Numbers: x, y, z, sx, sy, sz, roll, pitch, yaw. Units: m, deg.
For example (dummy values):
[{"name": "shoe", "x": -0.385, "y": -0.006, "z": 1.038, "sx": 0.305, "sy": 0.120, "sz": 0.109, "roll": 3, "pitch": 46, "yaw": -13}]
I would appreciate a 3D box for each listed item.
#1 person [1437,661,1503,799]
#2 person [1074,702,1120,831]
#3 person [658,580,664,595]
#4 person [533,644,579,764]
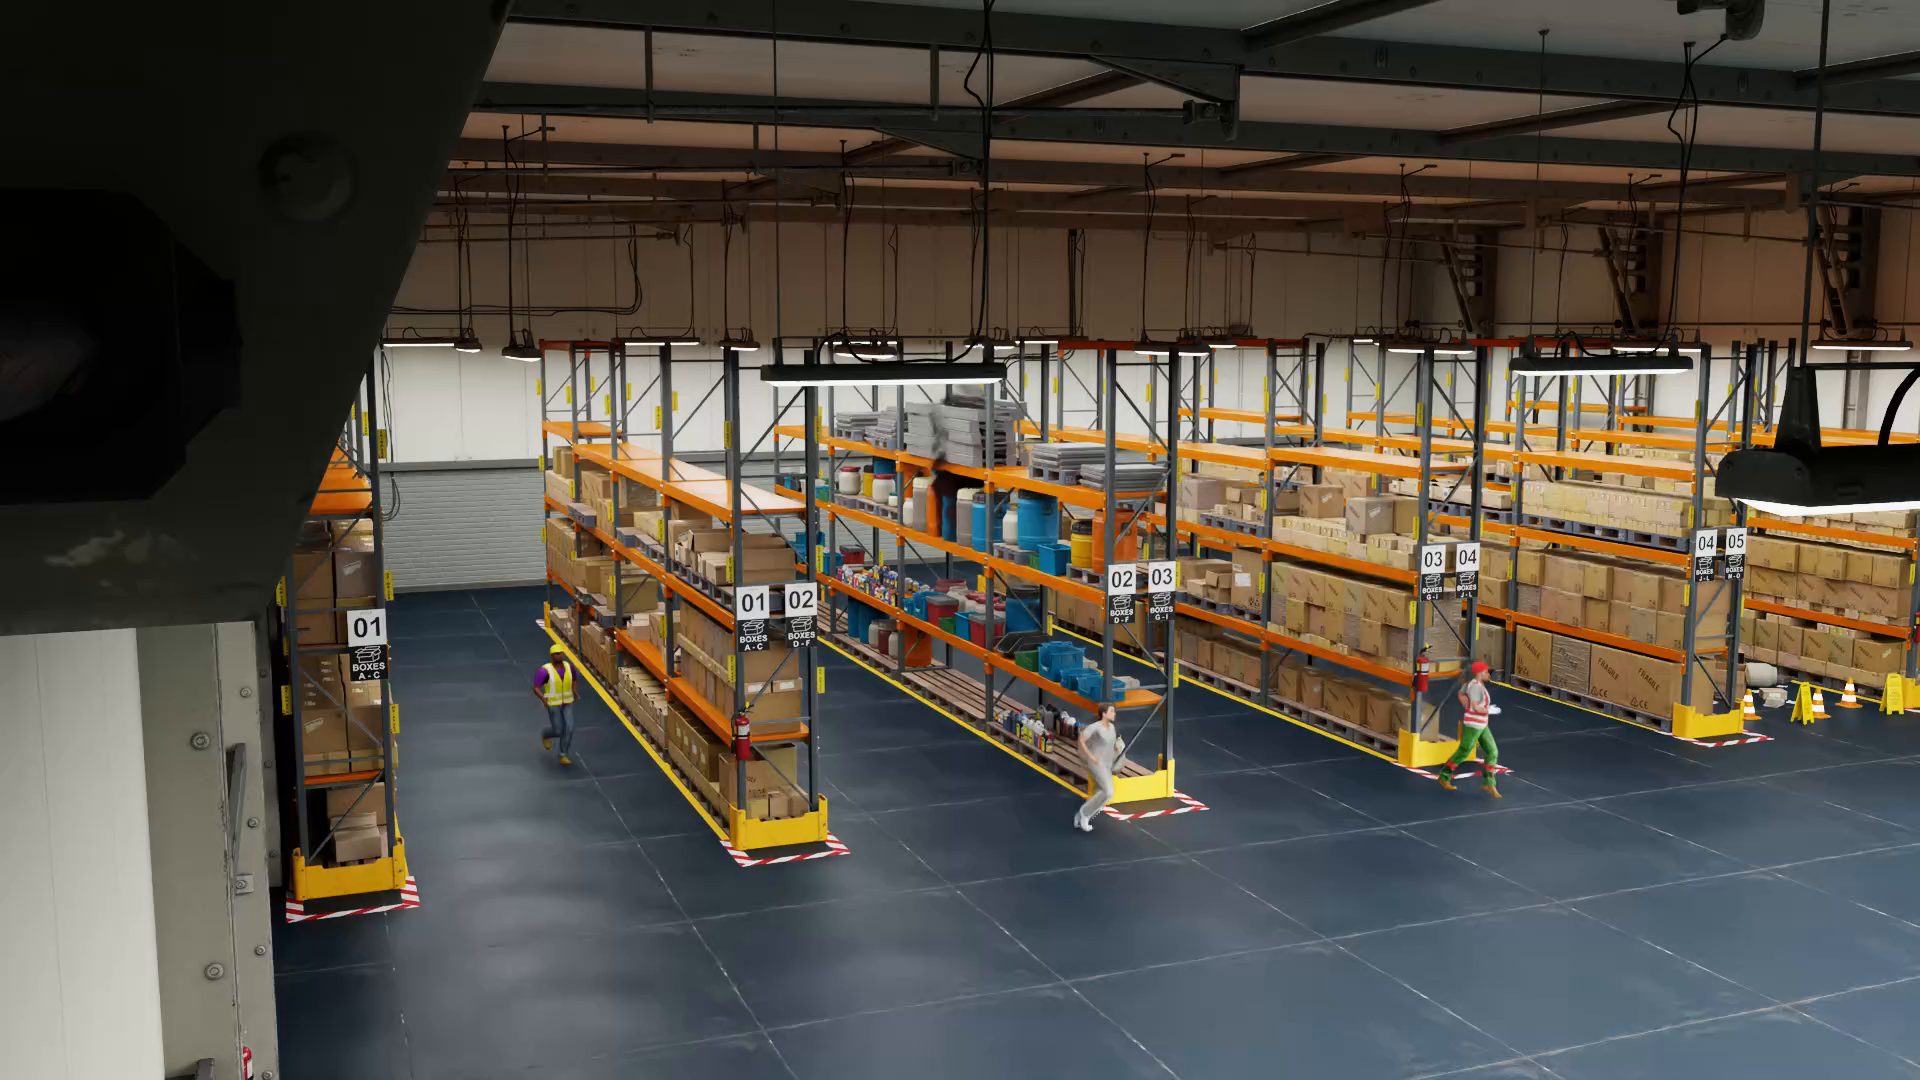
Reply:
[{"name": "person", "x": 6.938, "y": 2.538, "z": 22.462, "sx": 0.863, "sy": 1.817, "sz": 0.694, "roll": 4, "pitch": 8, "yaw": 25}, {"name": "person", "x": 1.781, "y": 2.827, "z": 20.865, "sx": 0.564, "sy": 1.593, "sz": 0.628, "roll": 6, "pitch": 10, "yaw": 39}, {"name": "person", "x": -6.248, "y": 0.984, "z": 35.188, "sx": 0.592, "sy": 1.603, "sz": 0.675, "roll": -5, "pitch": 9, "yaw": -36}, {"name": "person", "x": -5.794, "y": 2.359, "z": 24.050, "sx": 0.699, "sy": 1.724, "sz": 0.651, "roll": -6, "pitch": 9, "yaw": -37}]
